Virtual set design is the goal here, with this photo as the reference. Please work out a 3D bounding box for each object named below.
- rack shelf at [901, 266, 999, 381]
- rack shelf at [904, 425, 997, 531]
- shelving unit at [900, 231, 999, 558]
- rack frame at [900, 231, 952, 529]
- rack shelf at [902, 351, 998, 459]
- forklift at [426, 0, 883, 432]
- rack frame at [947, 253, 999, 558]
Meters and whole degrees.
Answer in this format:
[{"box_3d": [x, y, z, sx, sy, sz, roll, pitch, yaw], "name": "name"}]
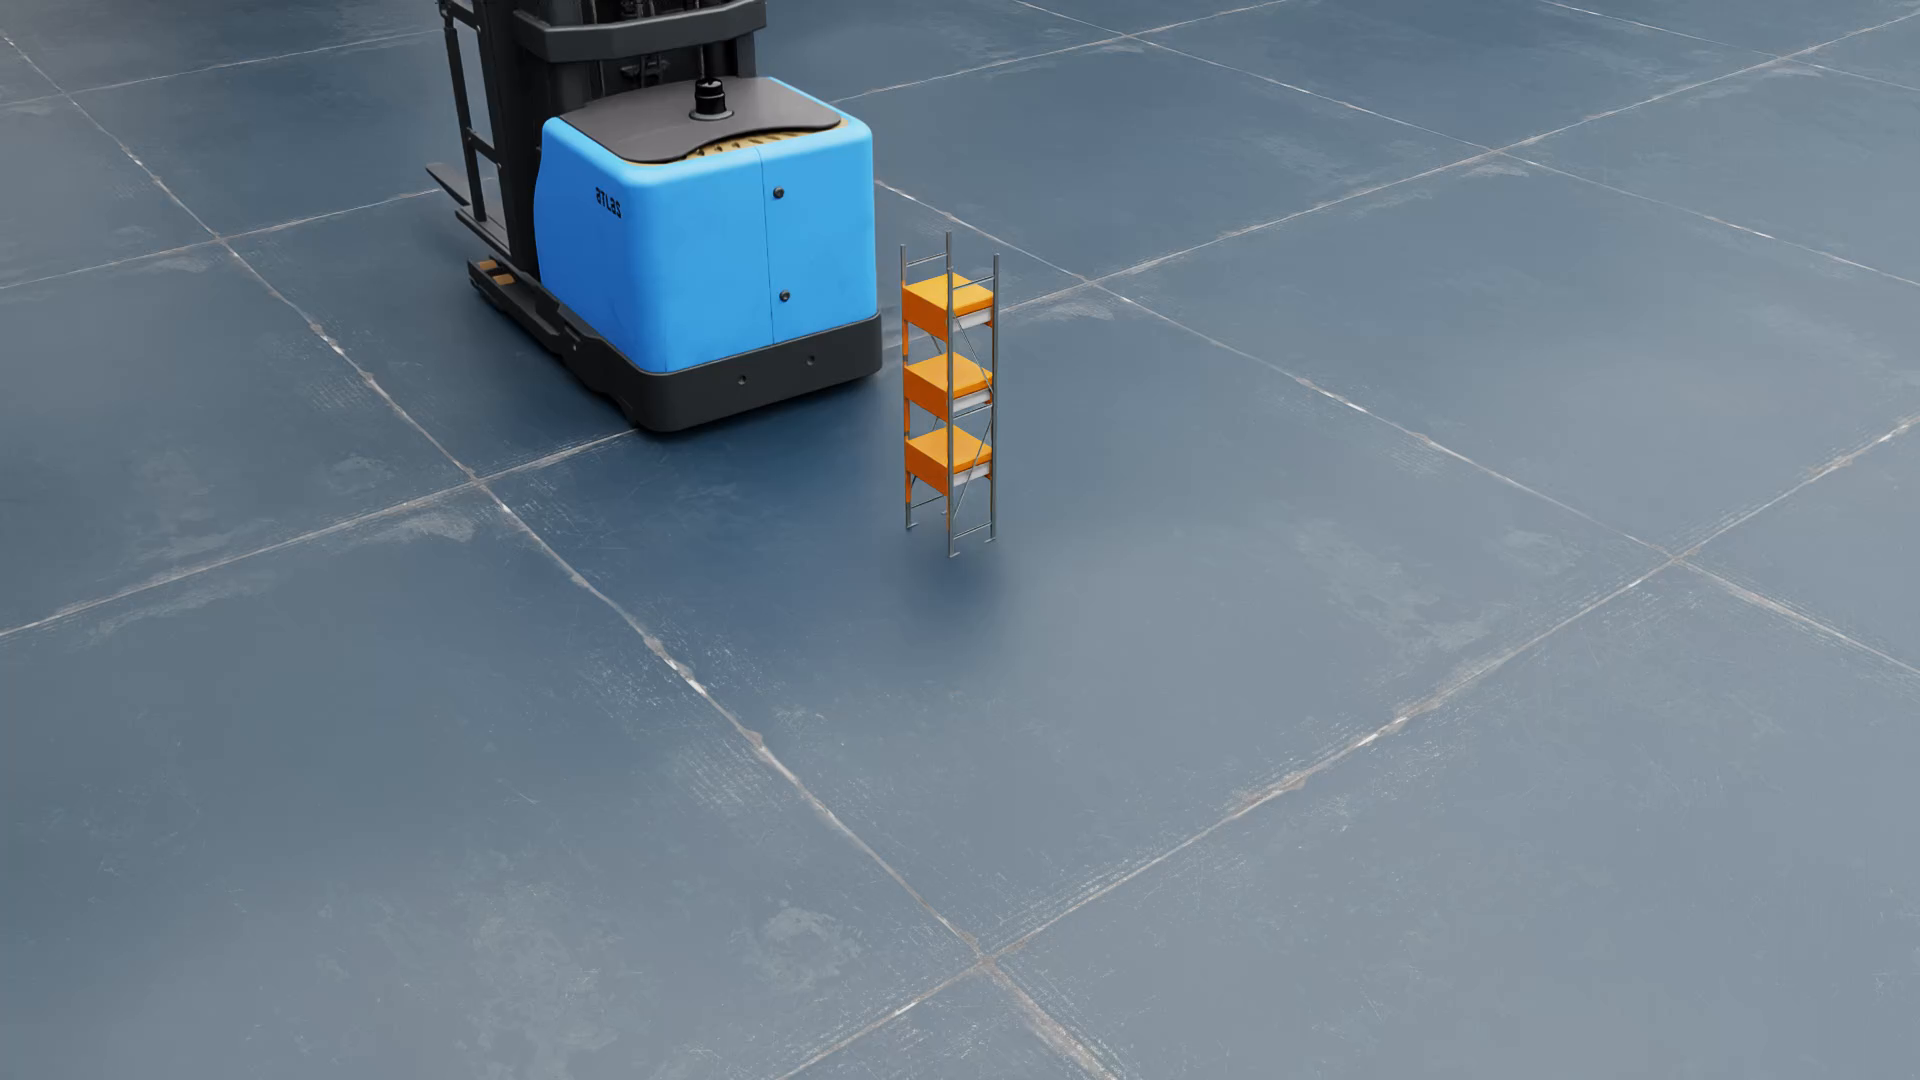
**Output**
[{"box_3d": [-0.033, -0.700, 5.365, 0.215, 0.259, 0.240, -22, 38, -31], "name": "rack shelf"}, {"box_3d": [-0.033, -0.223, 5.661, 0.215, 0.259, 0.240, -22, 38, -31], "name": "rack shelf"}, {"box_3d": [-0.033, -0.468, 5.509, 0.215, 1.050, 0.252, -22, 38, -31], "name": "shelving unit"}, {"box_3d": [-0.108, -0.519, 5.591, 0.200, 1.050, 0.008, -22, 38, -31], "name": "rack frame"}, {"box_3d": [-0.033, -0.459, 5.515, 0.215, 0.259, 0.240, -22, 38, -31], "name": "rack shelf"}, {"box_3d": [-1.559, -2.385, 6.812, 1.130, 2.935, 3.031, -20, 37, -29], "name": "forklift"}, {"box_3d": [0.042, -0.417, 5.427, 0.200, 1.050, 0.008, -22, 38, -31], "name": "rack frame"}]
